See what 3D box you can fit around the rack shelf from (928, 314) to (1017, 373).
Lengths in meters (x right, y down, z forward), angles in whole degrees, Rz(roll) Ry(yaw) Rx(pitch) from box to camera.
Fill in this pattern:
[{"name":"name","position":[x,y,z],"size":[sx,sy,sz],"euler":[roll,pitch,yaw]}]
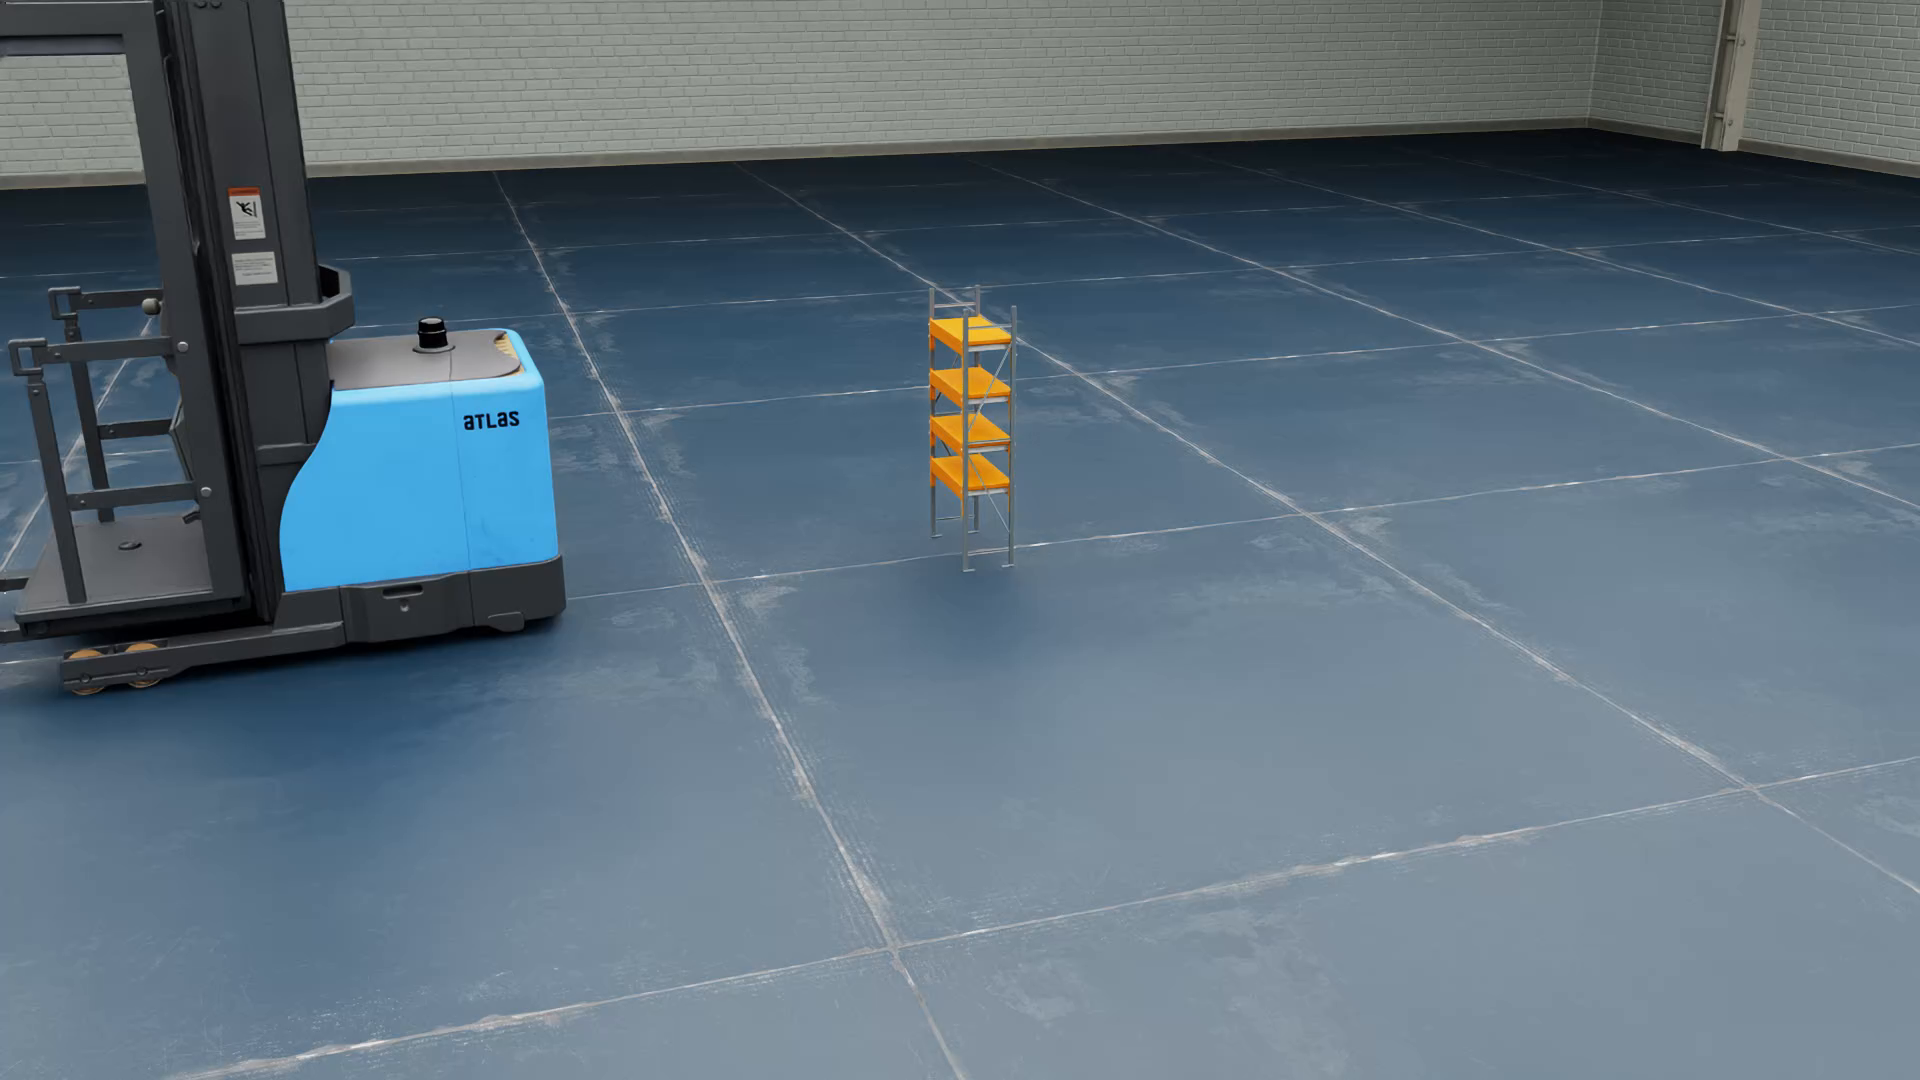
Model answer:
[{"name":"rack shelf","position":[0.052,-0.881,7.433],"size":[0.258,0.148,0.480],"euler":[-6,21,-17]}]

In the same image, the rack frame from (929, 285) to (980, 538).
[{"name":"rack frame","position":[-0.025,-0.590,7.784],"size":[0.240,1.200,0.015],"euler":[-6,21,-17]}]

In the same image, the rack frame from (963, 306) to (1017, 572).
[{"name":"rack frame","position":[0.129,-0.433,7.348],"size":[0.240,1.200,0.015],"euler":[-6,21,-17]}]

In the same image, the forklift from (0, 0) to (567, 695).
[{"name":"forklift","position":[-3.210,-0.995,6.351],"size":[3.031,2.935,1.130],"euler":[-7,21,-19]}]

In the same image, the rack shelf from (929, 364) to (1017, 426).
[{"name":"rack shelf","position":[0.052,-0.659,7.513],"size":[0.258,0.148,0.480],"euler":[-6,21,-17]}]

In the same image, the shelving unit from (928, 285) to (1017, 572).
[{"name":"shelving unit","position":[0.052,-0.512,7.566],"size":[0.258,1.200,0.503],"euler":[-6,21,-17]}]

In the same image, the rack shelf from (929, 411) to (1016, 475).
[{"name":"rack shelf","position":[0.052,-0.448,7.589],"size":[0.258,0.148,0.480],"euler":[-6,21,-17]}]

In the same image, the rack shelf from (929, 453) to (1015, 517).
[{"name":"rack shelf","position":[0.052,-0.261,7.656],"size":[0.258,0.148,0.480],"euler":[-6,21,-17]}]

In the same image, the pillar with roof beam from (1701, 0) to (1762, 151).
[{"name":"pillar with roof beam","position":[6.372,-9.157,20.099],"size":[9.100,9.000,0.400],"euler":[-6,21,-17]}]
